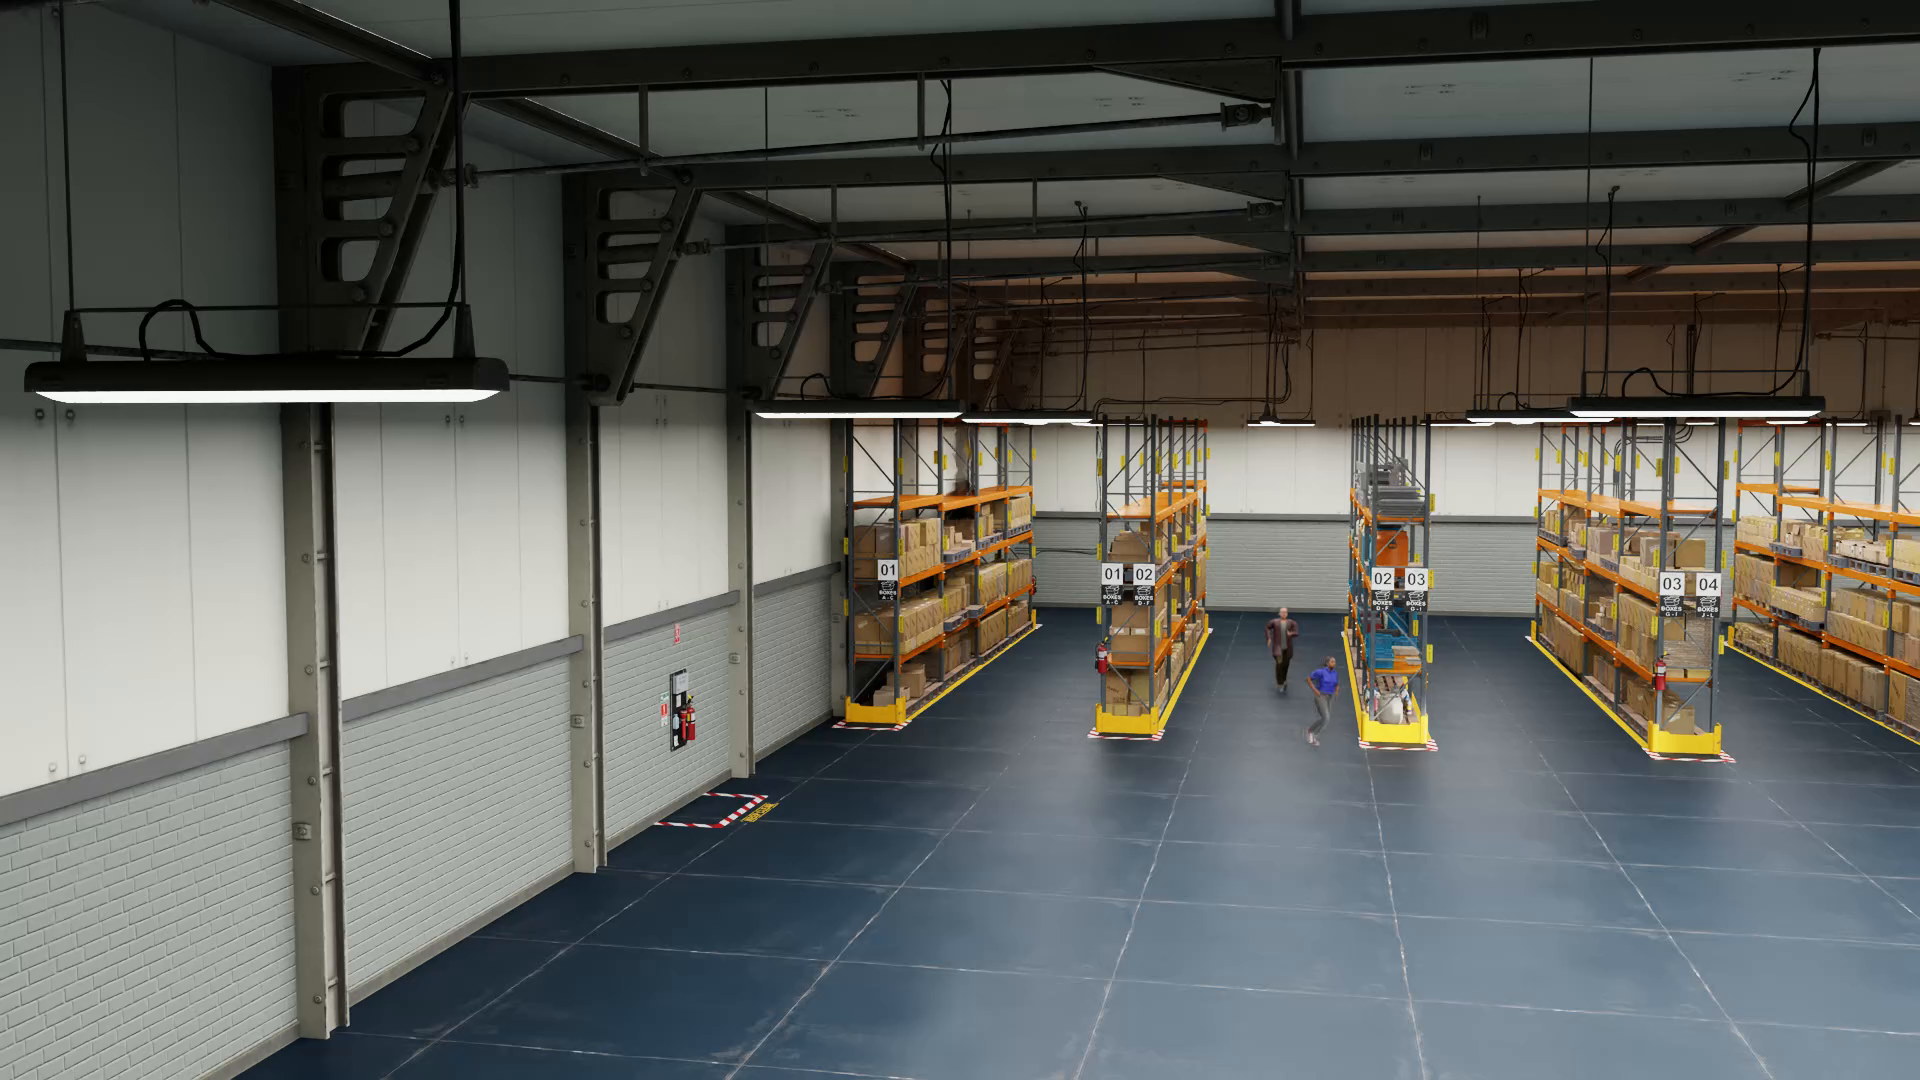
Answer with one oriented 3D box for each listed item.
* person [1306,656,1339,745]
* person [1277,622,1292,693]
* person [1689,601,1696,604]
[{"bbox_3d":[6.628,2.916,30.202,0.626,1.595,0.536,-2,4,-32],"label":"person"},{"bbox_3d":[7.099,2.520,36.515,0.610,1.575,0.913,0,4,-1],"label":"person"},{"bbox_3d":[19.087,1.966,43.653,0.668,1.749,0.896,2,4,26],"label":"person"}]
